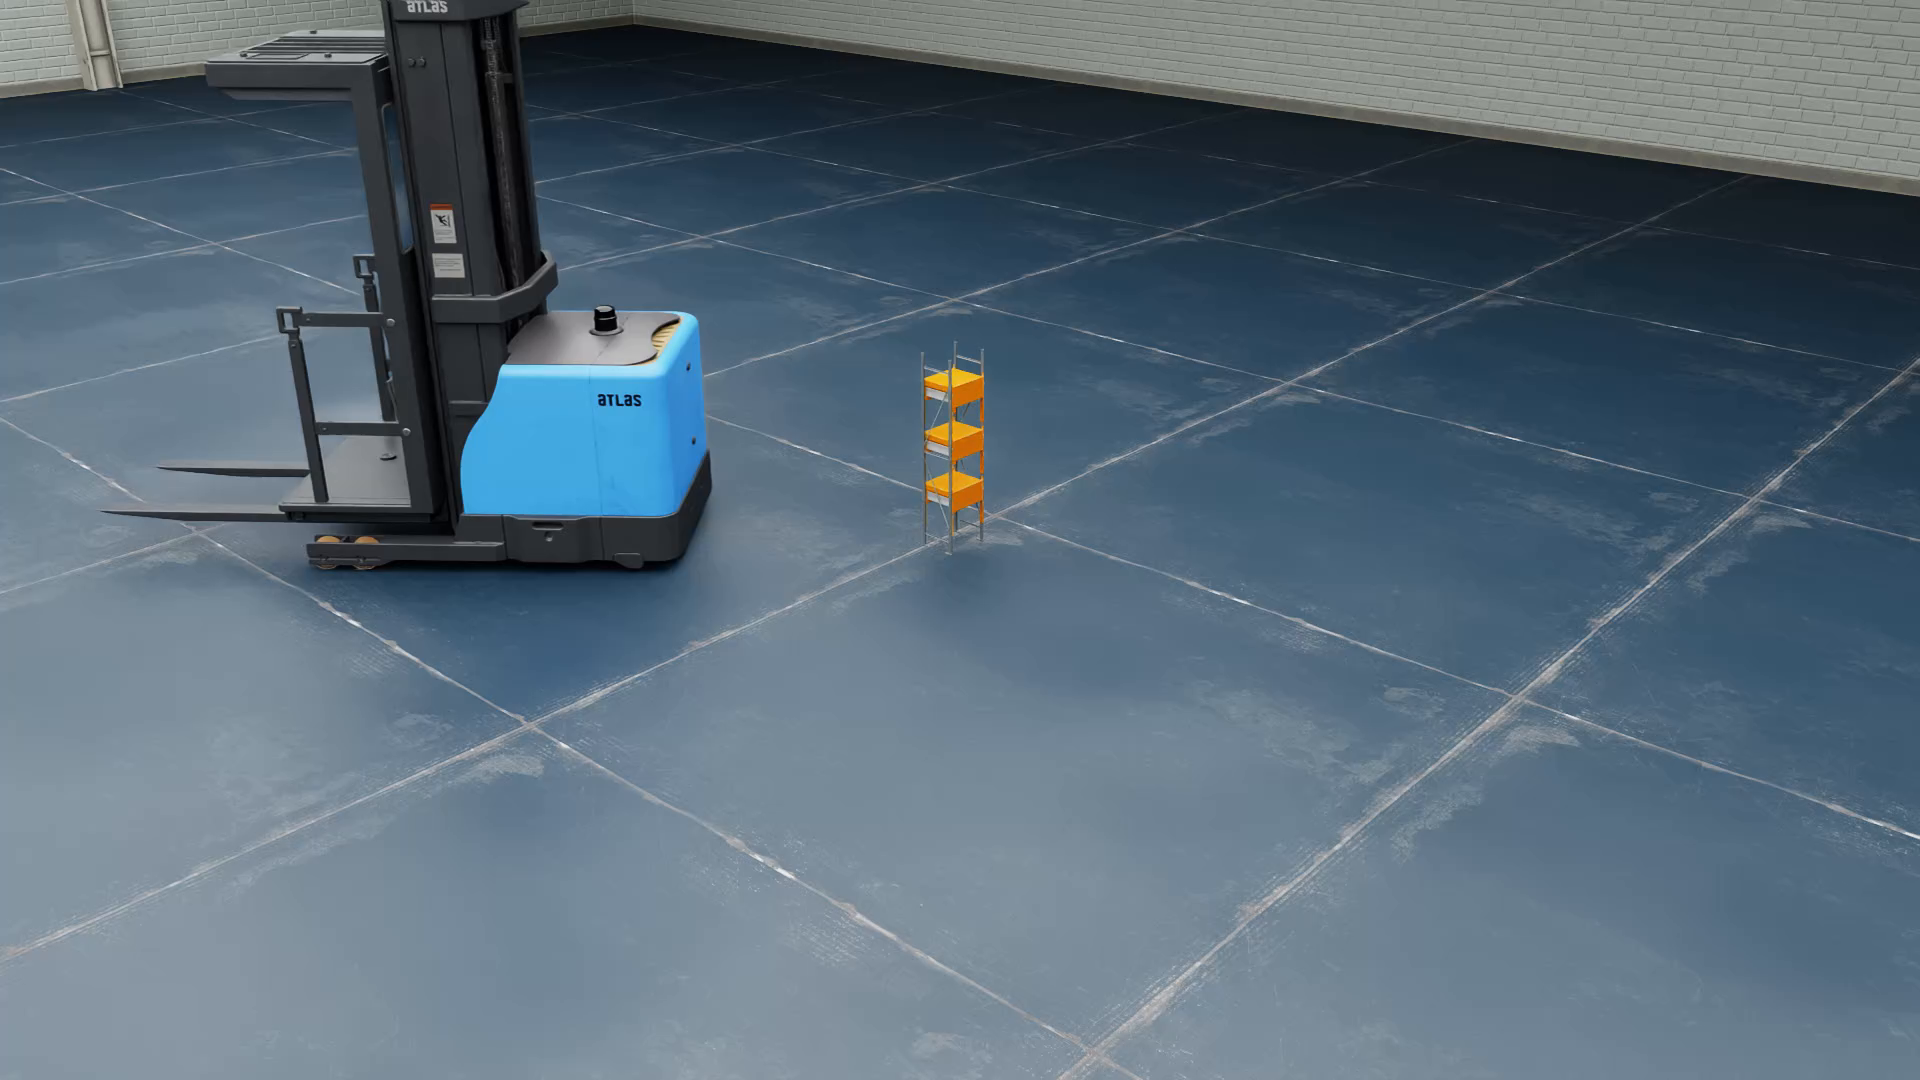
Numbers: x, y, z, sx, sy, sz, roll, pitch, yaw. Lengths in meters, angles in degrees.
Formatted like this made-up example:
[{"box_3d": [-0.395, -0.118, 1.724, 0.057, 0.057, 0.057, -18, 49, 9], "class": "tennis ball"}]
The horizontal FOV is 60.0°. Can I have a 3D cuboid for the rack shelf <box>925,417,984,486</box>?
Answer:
[{"box_3d": [-0.036, -0.453, 8.503, 0.215, 0.259, 0.240, 20, 31, 38], "class": "rack shelf"}]

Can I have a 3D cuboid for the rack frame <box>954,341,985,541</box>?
[{"box_3d": [0.046, -0.500, 8.582, 0.200, 1.050, 0.008, 20, 31, 38], "class": "rack frame"}]

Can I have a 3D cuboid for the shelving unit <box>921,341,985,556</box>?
[{"box_3d": [-0.036, -0.463, 8.499, 0.215, 1.050, 0.252, 20, 31, 38], "class": "shelving unit"}]

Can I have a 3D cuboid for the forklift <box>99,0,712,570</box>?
[{"box_3d": [-2.902, -1.400, 8.289, 3.031, 2.935, 1.130, 1, 24, 2], "class": "forklift"}]

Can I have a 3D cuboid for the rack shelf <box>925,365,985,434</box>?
[{"box_3d": [-0.036, -0.712, 8.387, 0.215, 0.259, 0.240, 20, 31, 38], "class": "rack shelf"}]

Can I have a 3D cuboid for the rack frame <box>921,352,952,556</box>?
[{"box_3d": [-0.117, -0.426, 8.416, 0.200, 1.050, 0.008, 20, 31, 38], "class": "rack frame"}]

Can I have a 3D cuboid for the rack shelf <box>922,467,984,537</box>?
[{"box_3d": [-0.036, -0.199, 8.617, 0.215, 0.259, 0.240, 20, 31, 38], "class": "rack shelf"}]

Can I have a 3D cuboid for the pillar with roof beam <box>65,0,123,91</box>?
[{"box_3d": [-8.250, -8.981, 17.781, 9.100, 9.000, 0.400, 20, 31, 38], "class": "pillar with roof beam"}]
